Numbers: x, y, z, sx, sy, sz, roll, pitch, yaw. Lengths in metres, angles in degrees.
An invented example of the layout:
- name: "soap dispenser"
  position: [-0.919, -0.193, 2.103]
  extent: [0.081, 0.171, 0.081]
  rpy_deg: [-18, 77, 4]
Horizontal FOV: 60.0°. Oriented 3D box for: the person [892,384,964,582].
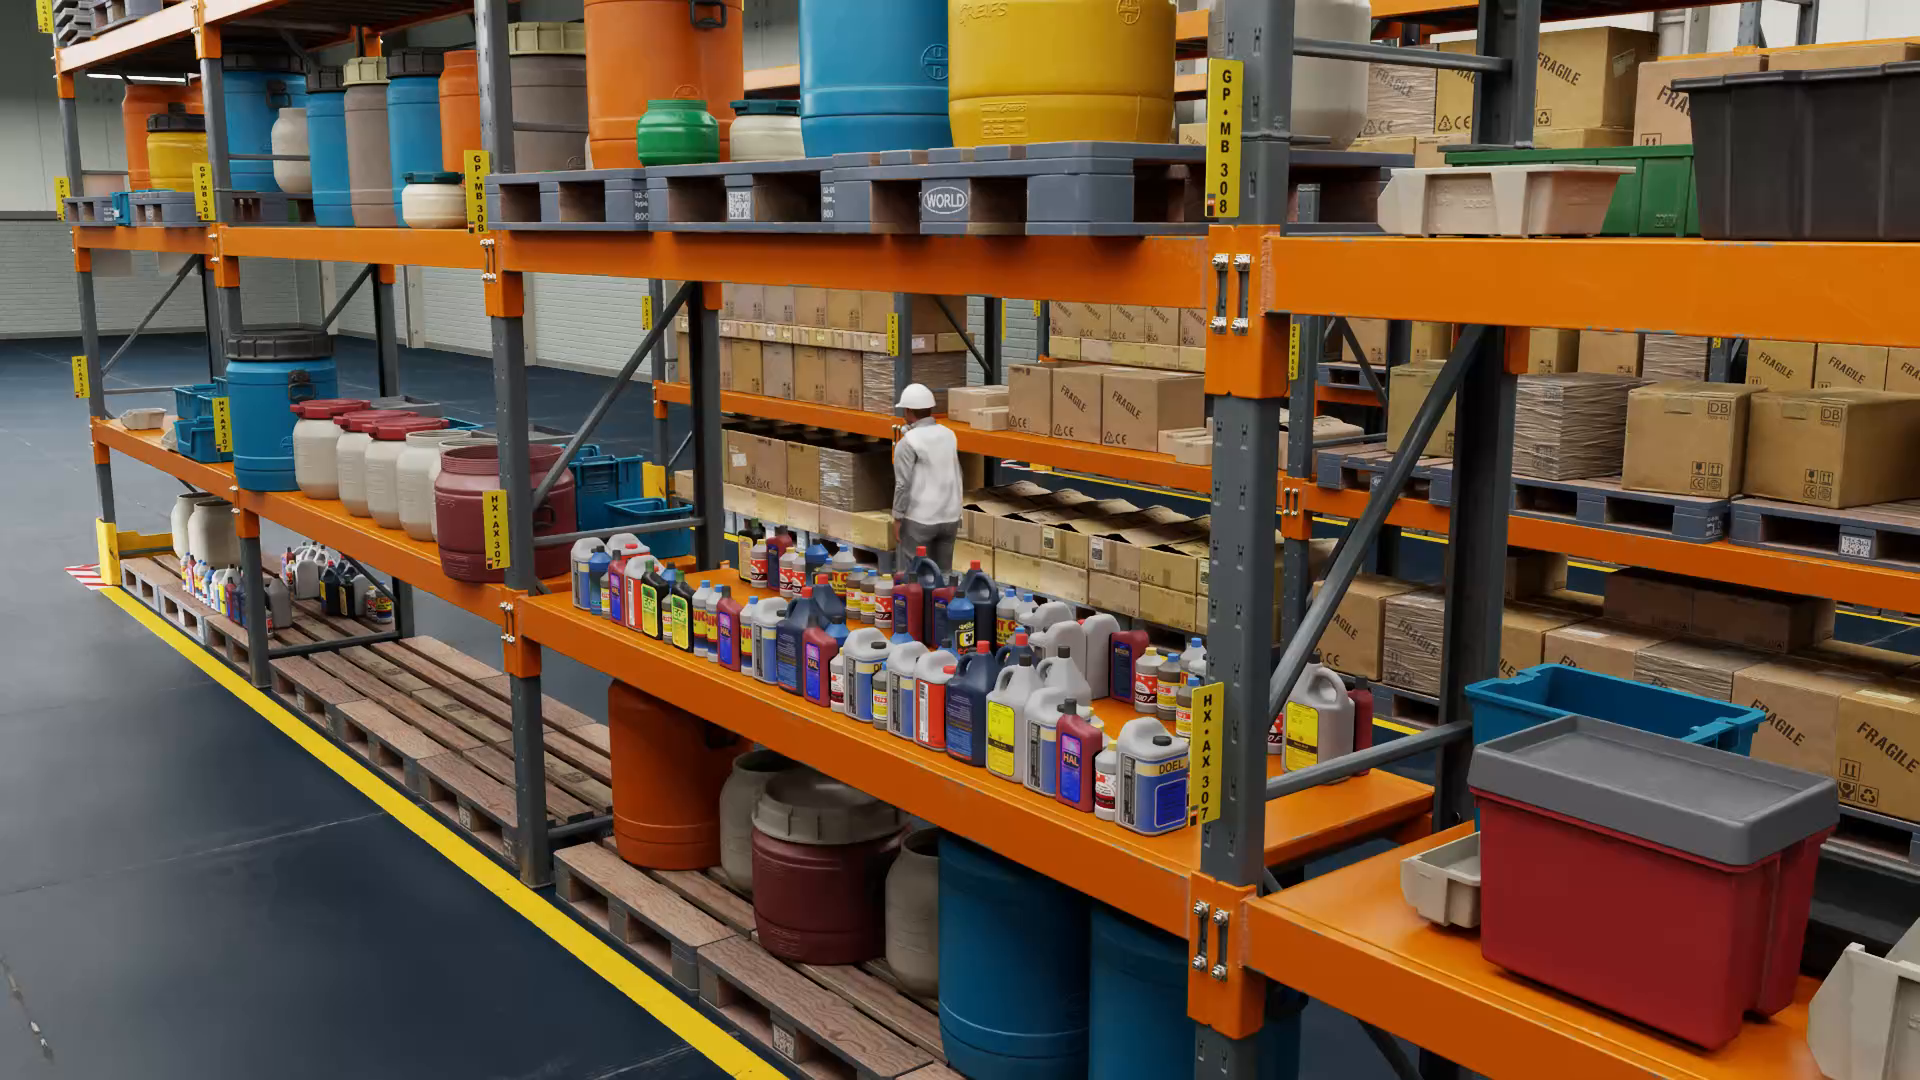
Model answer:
- name: "person"
  position: [-0.229, -0.164, 11.219]
  extent: [0.580, 1.769, 0.465]
  rpy_deg: [-9, 14, -41]
